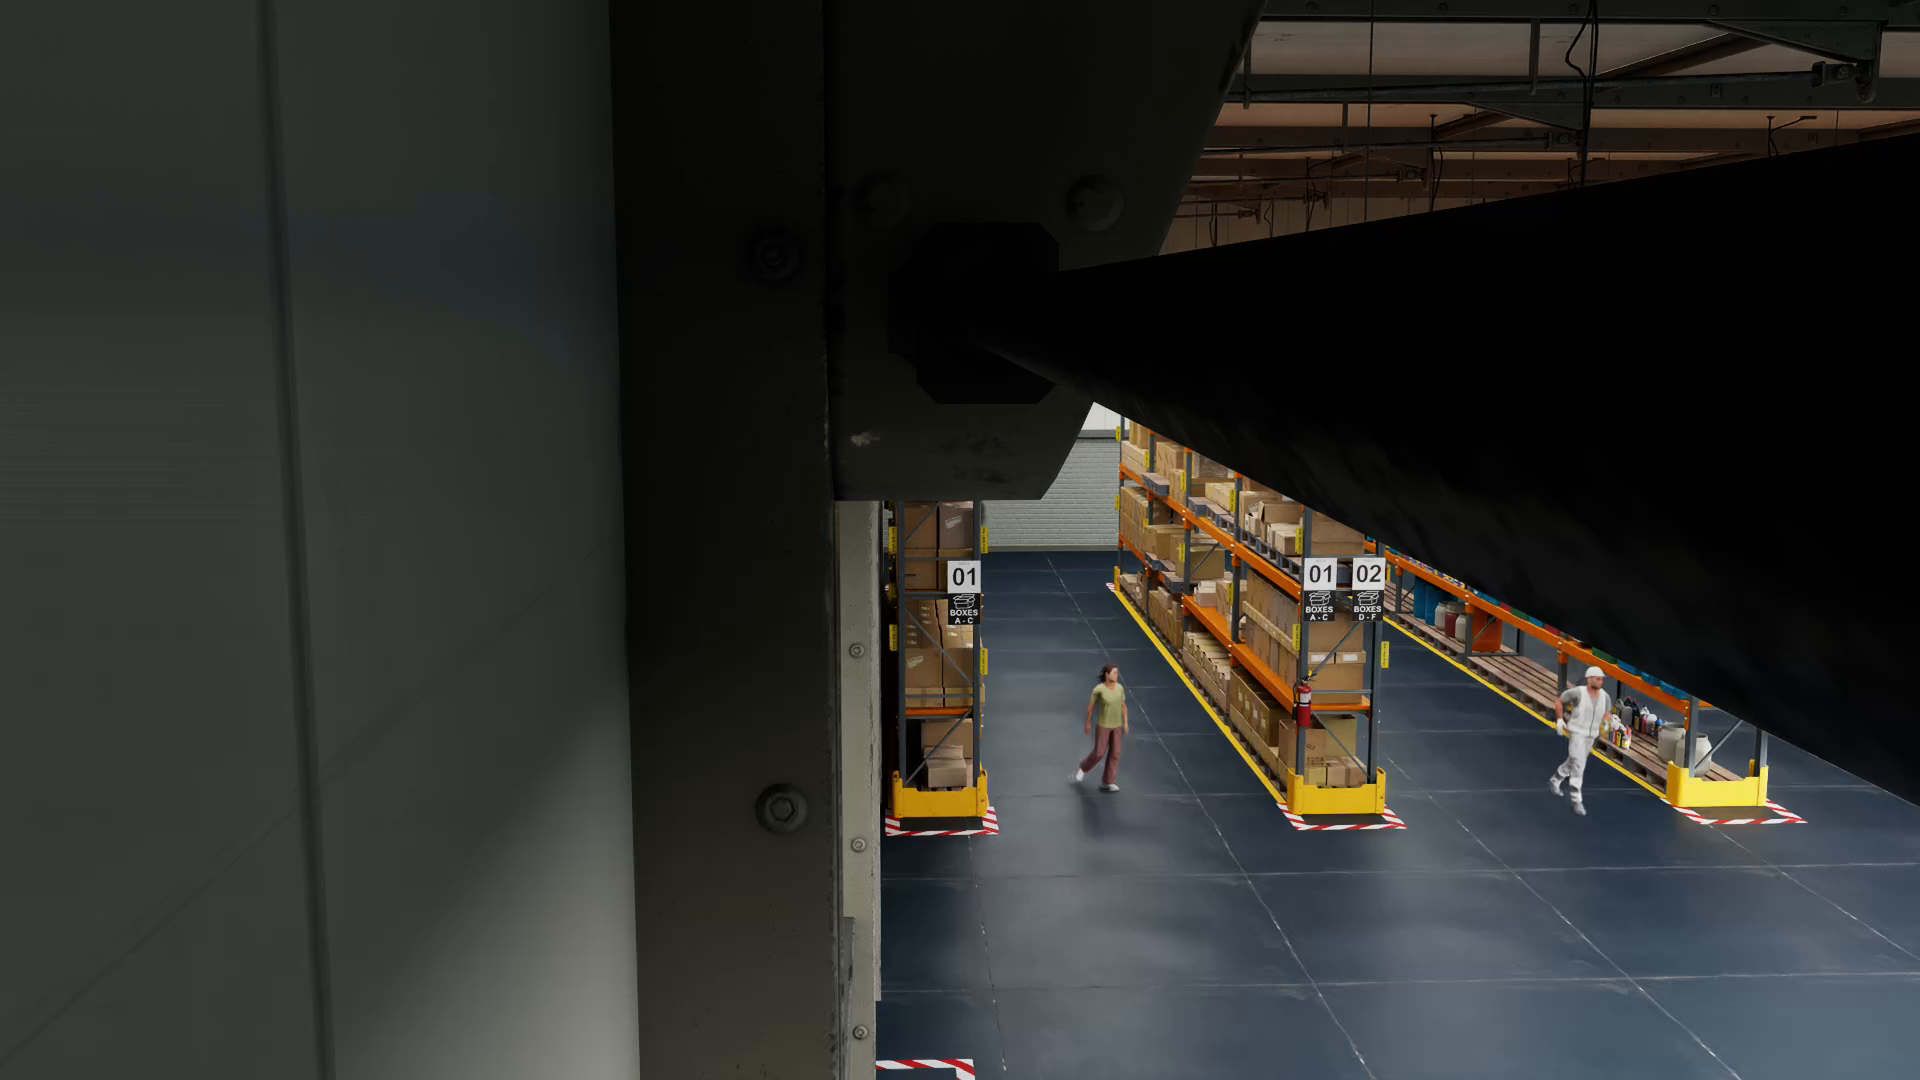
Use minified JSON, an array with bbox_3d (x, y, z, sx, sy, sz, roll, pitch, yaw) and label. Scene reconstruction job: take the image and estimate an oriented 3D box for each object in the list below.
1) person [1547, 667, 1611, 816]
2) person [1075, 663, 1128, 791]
[{"bbox_3d":[7.799,2.437,20.814,0.714,1.747,0.973,-2,9,-17],"label":"person"},{"bbox_3d":[1.839,2.408,21.604,0.615,1.665,0.575,-3,9,-22],"label":"person"}]
